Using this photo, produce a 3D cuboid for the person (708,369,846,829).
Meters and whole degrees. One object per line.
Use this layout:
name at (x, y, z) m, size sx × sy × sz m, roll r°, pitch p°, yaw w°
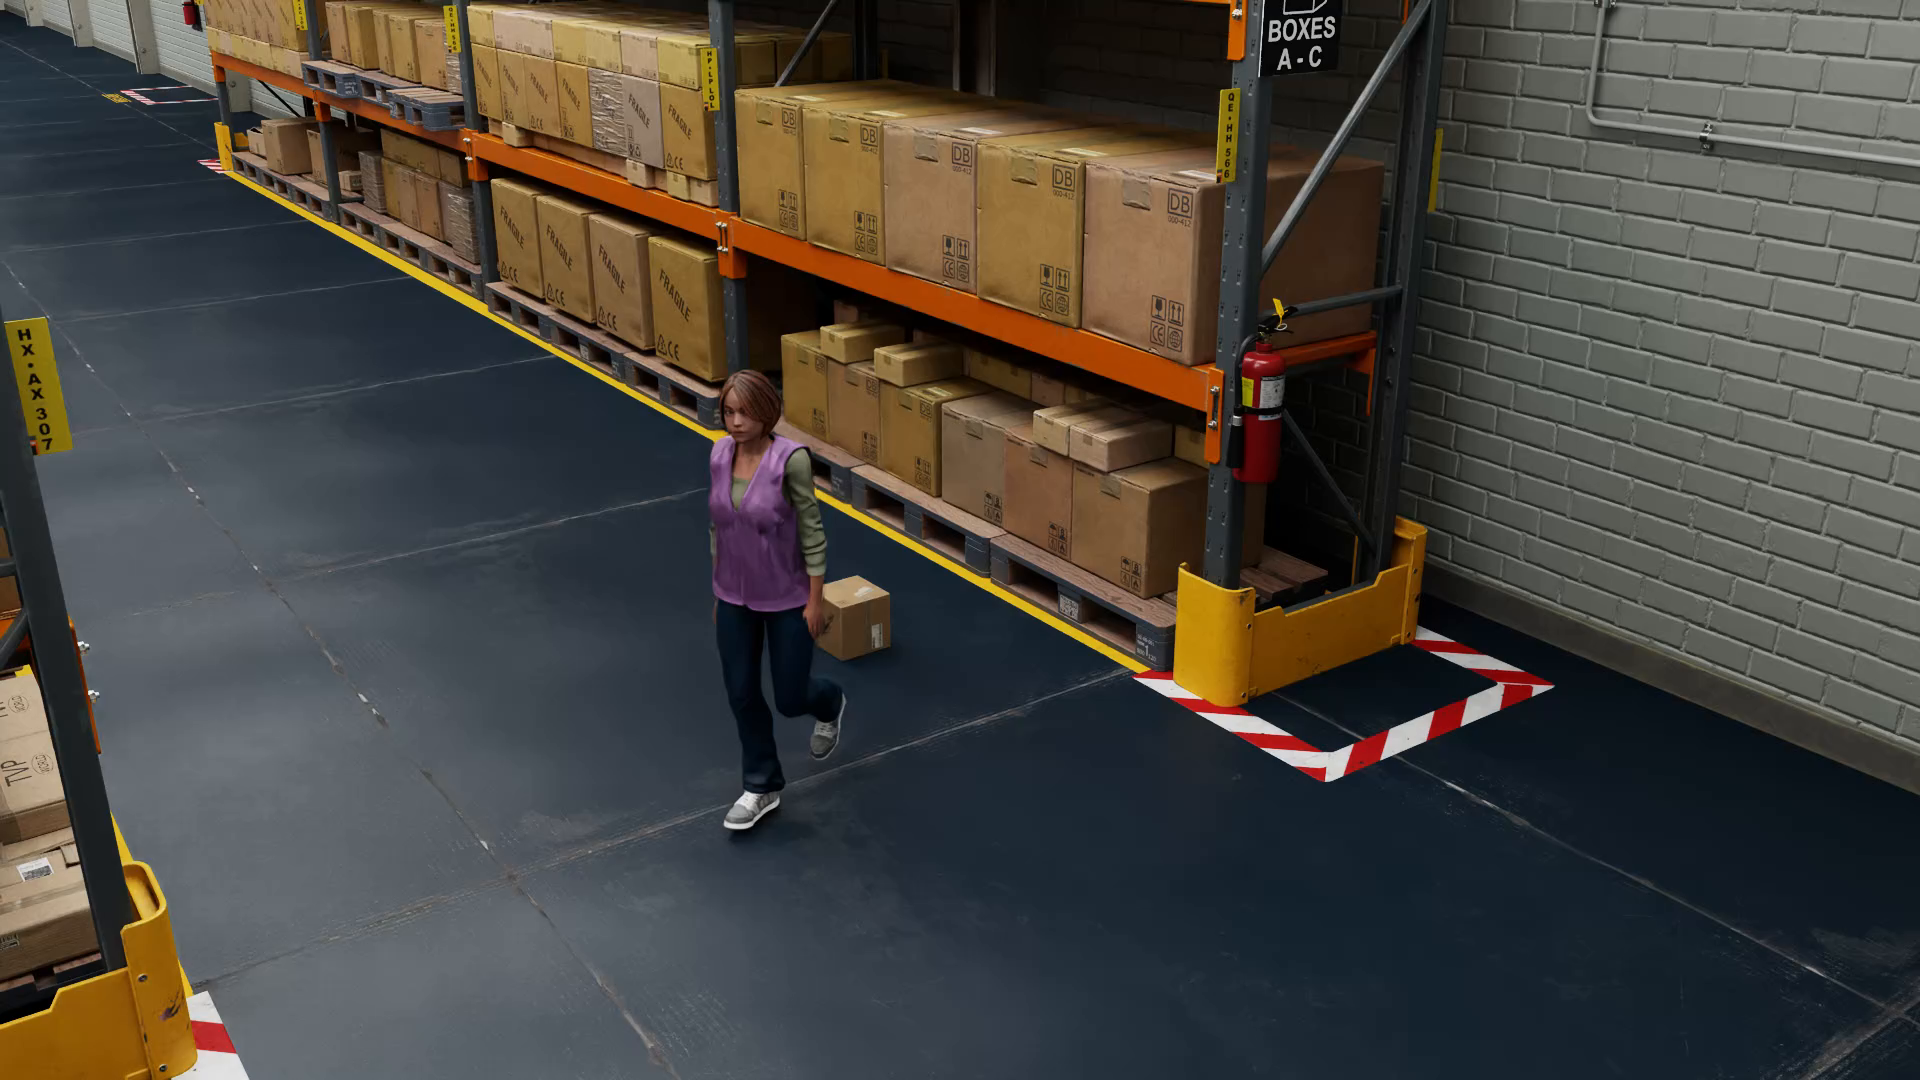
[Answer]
person at (-0.615, 0.171, 5.618) m, size 0.425 × 1.580 × 0.629 m, roll 9°, pitch 23°, yaw 21°
